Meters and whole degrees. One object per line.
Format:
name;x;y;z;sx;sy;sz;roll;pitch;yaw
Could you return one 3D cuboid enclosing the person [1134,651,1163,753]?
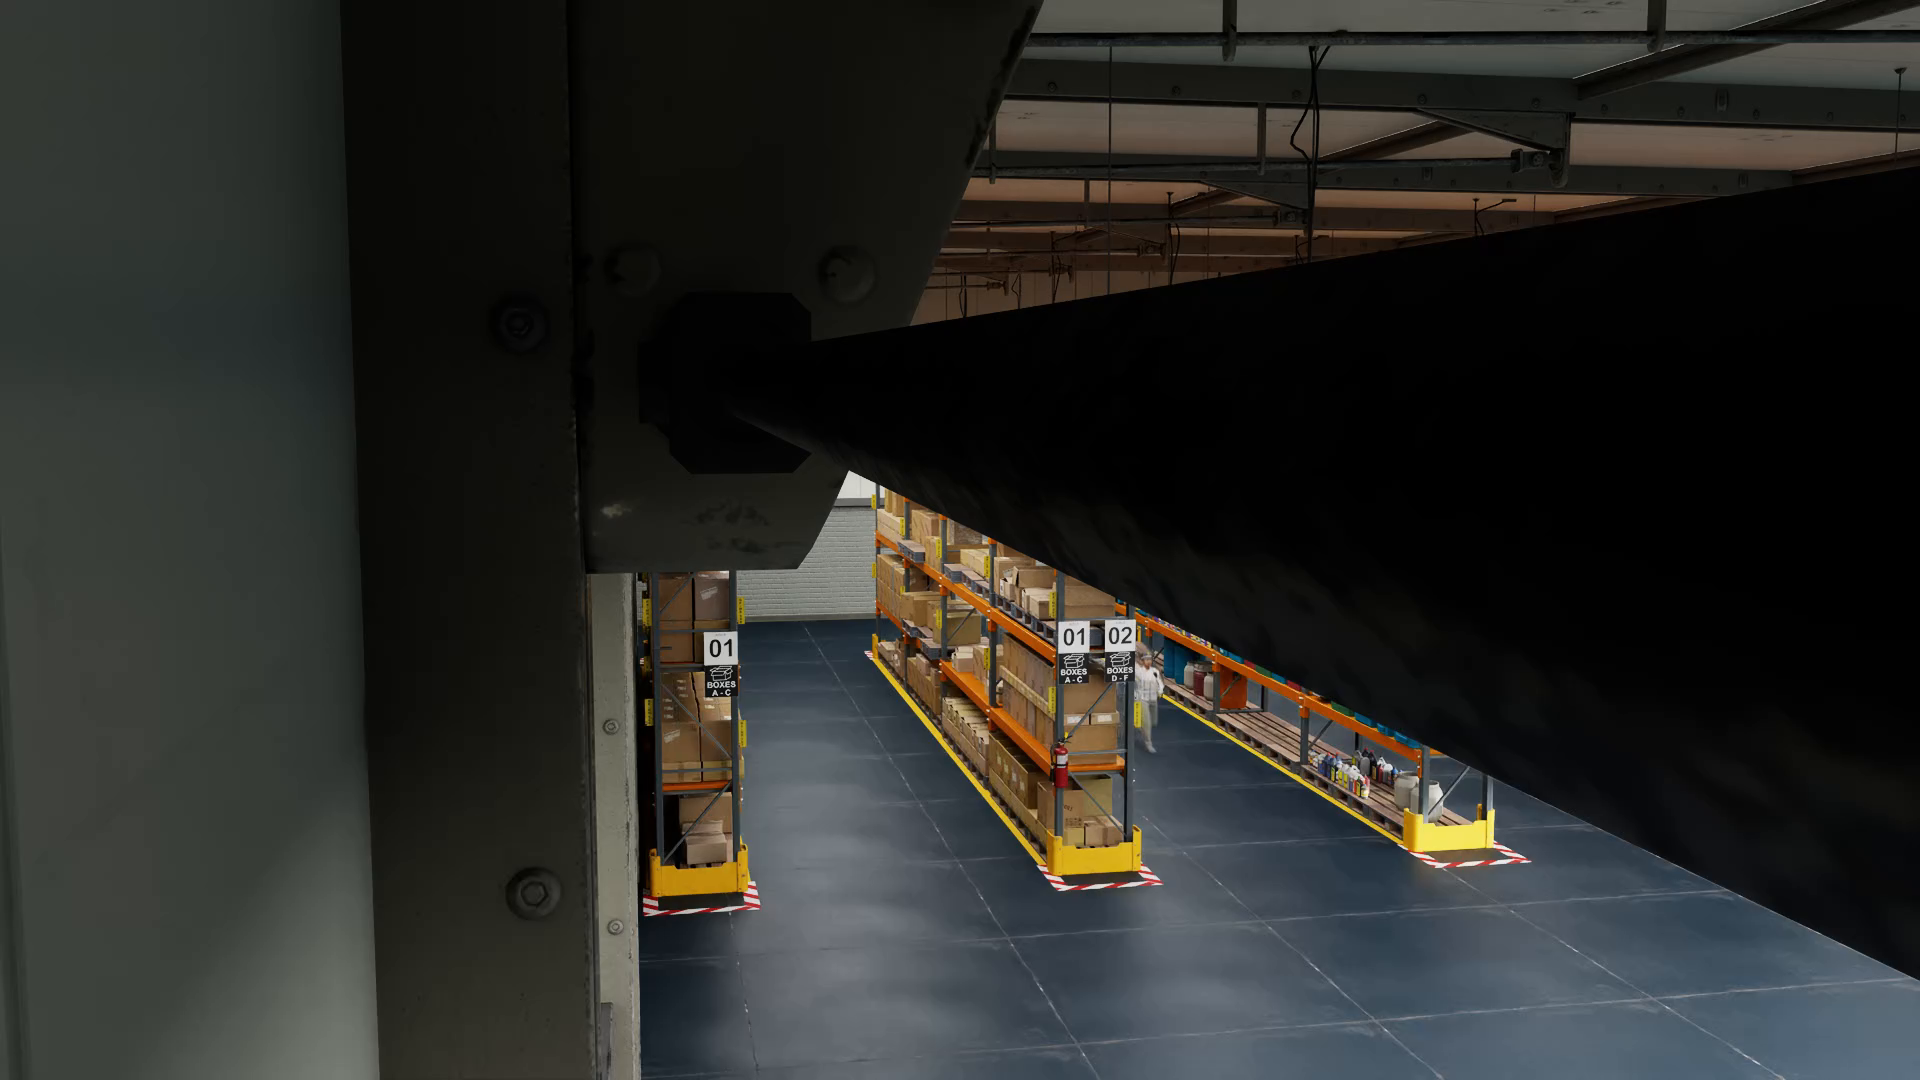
person;3.095;2.634;27.672;0.625;1.601;0.735;-2;6;-18
